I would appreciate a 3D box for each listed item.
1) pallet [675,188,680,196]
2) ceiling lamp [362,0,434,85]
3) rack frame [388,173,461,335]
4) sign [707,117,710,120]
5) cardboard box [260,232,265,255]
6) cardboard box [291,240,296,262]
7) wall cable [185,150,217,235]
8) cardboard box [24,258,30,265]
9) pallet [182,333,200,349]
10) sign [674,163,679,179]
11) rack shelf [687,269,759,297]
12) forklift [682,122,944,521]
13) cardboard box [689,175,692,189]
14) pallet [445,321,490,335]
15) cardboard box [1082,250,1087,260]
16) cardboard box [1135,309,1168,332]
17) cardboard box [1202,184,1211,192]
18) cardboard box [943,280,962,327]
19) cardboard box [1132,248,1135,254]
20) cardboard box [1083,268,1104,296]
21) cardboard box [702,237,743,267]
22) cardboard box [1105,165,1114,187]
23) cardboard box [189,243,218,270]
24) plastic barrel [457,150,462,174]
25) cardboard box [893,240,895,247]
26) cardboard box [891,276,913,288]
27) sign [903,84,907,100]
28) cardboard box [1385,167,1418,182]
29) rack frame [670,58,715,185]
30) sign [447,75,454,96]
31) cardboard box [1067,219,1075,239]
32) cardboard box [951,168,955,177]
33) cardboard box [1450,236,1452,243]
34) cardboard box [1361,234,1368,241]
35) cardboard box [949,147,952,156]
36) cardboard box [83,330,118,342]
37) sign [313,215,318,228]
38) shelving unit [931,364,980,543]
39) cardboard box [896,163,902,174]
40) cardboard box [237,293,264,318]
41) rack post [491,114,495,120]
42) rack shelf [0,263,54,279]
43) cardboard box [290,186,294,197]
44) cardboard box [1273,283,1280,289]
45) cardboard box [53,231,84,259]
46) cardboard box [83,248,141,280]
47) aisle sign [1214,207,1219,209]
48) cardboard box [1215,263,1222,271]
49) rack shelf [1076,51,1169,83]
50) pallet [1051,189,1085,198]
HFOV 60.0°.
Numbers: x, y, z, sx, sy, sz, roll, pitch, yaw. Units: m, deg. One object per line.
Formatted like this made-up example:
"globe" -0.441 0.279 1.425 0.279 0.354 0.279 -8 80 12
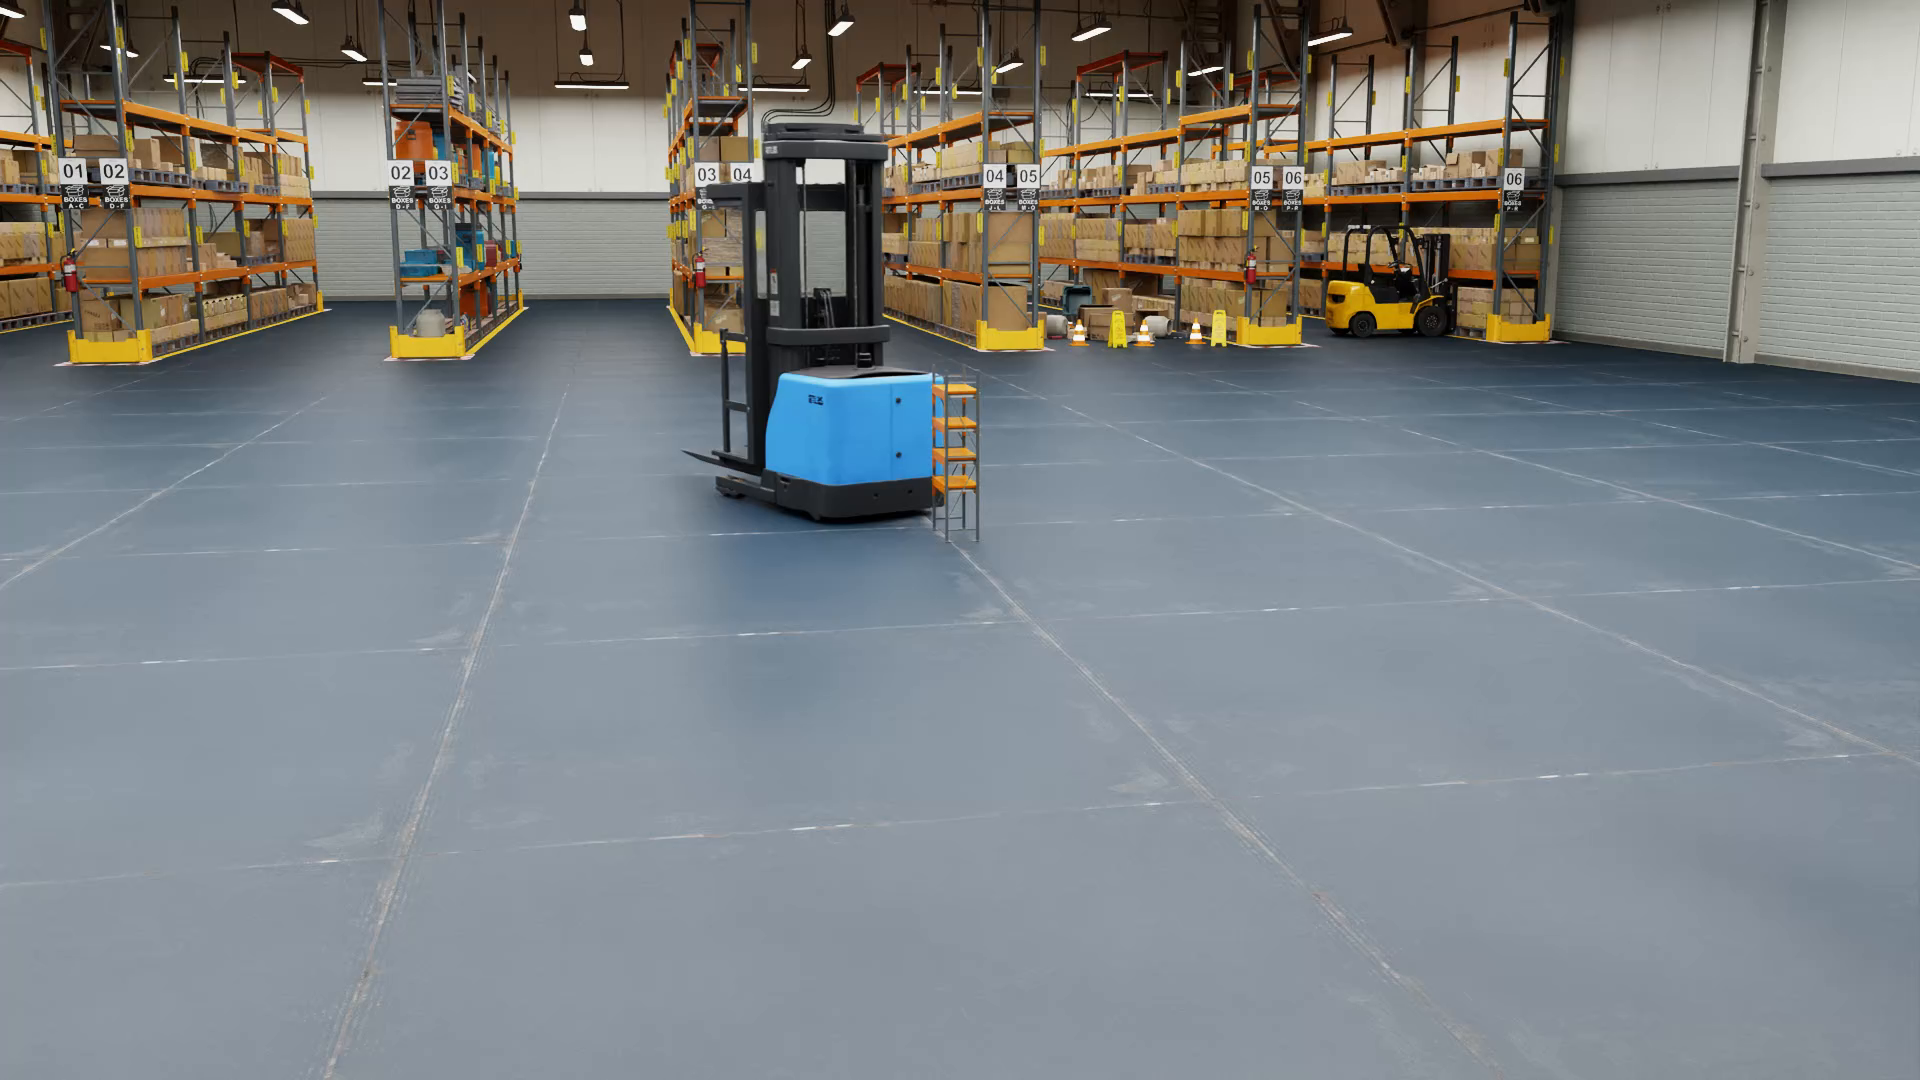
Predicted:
"pallet" -5.949 -7.896 37.642 1.003 0.211 1.213 -2 11 -8
"ceiling lamp" -14.893 -13.699 43.991 2.000 3.185 0.800 -2 11 -11
"rack frame" -8.854 -4.547 27.563 1.000 3.000 0.127 -2 11 -11
"sign" -6.573 -11.123 43.361 0.100 0.325 0.005 -2 11 -11
"cardboard box" -15.643 -6.502 36.444 0.700 0.500 0.500 -5 12 -25
"cardboard box" -15.982 -6.814 39.210 0.500 0.500 0.500 -2 11 -10
"wall cable" -22.433 -9.593 46.335 3.097 2.526 0.112 -2 11 -11
"cardboard box" -20.393 -6.034 35.994 0.380 0.149 0.250 -2 11 -11
"pallet" -14.378 -3.584 29.961 1.003 0.211 1.213 -2 11 -11
"sign" -6.098 -7.942 35.783 0.100 0.325 0.005 -2 11 -11
"rack shelf" -4.385 -4.740 30.503 1.077 0.370 4.000 -2 11 -11
"forklift" -1.337 -1.812 13.377 1.130 2.935 3.031 -7 13 -33
"cardboard box" -4.633 -6.484 30.118 0.500 0.250 0.500 -2 11 -12
"pallet" -10.064 -4.277 33.605 1.003 0.211 1.213 -2 11 -11
"cardboard box" 3.320 -7.029 41.007 0.500 0.250 0.500 -2 11 -12
"cardboard box" 3.821 -4.348 33.198 0.500 0.500 0.500 6 12 28
"cardboard box" 4.932 -6.865 32.393 0.380 0.149 0.250 -2 11 -12
"cardboard box" 0.165 -4.667 32.754 0.875 0.875 0.875 -2 11 -10
"cardboard box" 4.080 -6.466 37.195 0.380 0.149 0.250 -3 11 -15
"cardboard box" 3.590 -6.340 41.543 0.875 0.875 0.875 -2 11 -9
"cardboard box" -4.076 -5.024 29.007 0.875 0.500 0.500 -2 11 -11
"cardboard box" 3.790 -8.458 38.700 0.700 0.500 0.500 -3 11 -14
"cardboard box" -14.927 -5.577 32.705 0.500 0.500 0.500 -3 11 -14
"plastic barrel" -10.336 -7.420 33.488 0.600 0.830 0.708 -2 11 -11
"cardboard box" -1.317 -6.756 37.923 0.380 0.149 0.250 -2 11 -10
"cardboard box" -1.359 -6.100 39.279 0.500 0.250 0.500 -2 11 -9
"sign" -1.197 -9.779 36.299 0.100 0.325 0.005 -2 11 -11
"cardboard box" 9.435 -7.811 35.539 0.500 0.311 0.500 -2 11 -13
"rack frame" -6.330 -9.875 39.511 1.000 3.000 0.127 -2 11 -11
"sign" -8.314 -7.410 27.122 0.100 0.325 0.005 -2 11 -11
"cardboard box" 3.028 -7.905 42.265 0.500 0.500 0.500 -2 11 -11
"cardboard box" 0.048 -6.962 31.512 0.380 0.149 0.250 -2 11 -12
"cardboard box" 9.900 -6.018 33.287 0.380 0.149 0.250 -2 11 -12
"cardboard box" 9.126 -6.704 36.892 0.380 0.149 0.250 -2 11 -13
"cardboard box" -0.002 -7.401 31.684 0.380 0.149 0.250 -2 11 -12
"cardboard box" -14.108 -3.310 27.298 0.500 0.250 0.500 -2 11 -11
"sign" -16.277 -8.042 41.986 0.100 0.325 0.005 -2 11 -11
"shelving unit" -0.032 -0.620 11.744 0.258 1.200 0.503 -2 11 -11
"cardboard box" -1.271 -8.555 38.282 0.396 0.266 0.258 -2 11 -11
"cardboard box" -15.185 -5.012 35.518 0.500 0.500 0.500 -3 11 -13
"rack post" -11.055 -9.502 37.754 0.937 0.300 0.954 -2 11 -12
"rack shelf" -20.517 -5.667 35.373 1.077 0.370 4.000 -2 11 -11
"cardboard box" -16.089 -8.250 39.397 0.500 0.250 0.500 -2 11 -11
"cardboard box" 8.246 -6.253 42.092 0.500 0.500 0.500 -2 11 -12
"cardboard box" -21.422 -7.042 39.871 0.980 0.700 0.700 -2 11 -11
"cardboard box" -13.792 -4.503 27.063 0.700 0.500 0.500 -2 11 -11
"aisle sign" 7.180 -9.482 46.538 0.394 0.787 0.004 -2 11 -11
"cardboard box" 5.125 -5.257 31.964 0.380 0.149 0.250 -2 11 -12
"rack shelf" 3.780 -11.148 39.234 1.077 0.370 4.000 -2 11 -11
"pallet" 3.008 -9.092 43.657 1.003 0.211 1.213 -2 11 -11
